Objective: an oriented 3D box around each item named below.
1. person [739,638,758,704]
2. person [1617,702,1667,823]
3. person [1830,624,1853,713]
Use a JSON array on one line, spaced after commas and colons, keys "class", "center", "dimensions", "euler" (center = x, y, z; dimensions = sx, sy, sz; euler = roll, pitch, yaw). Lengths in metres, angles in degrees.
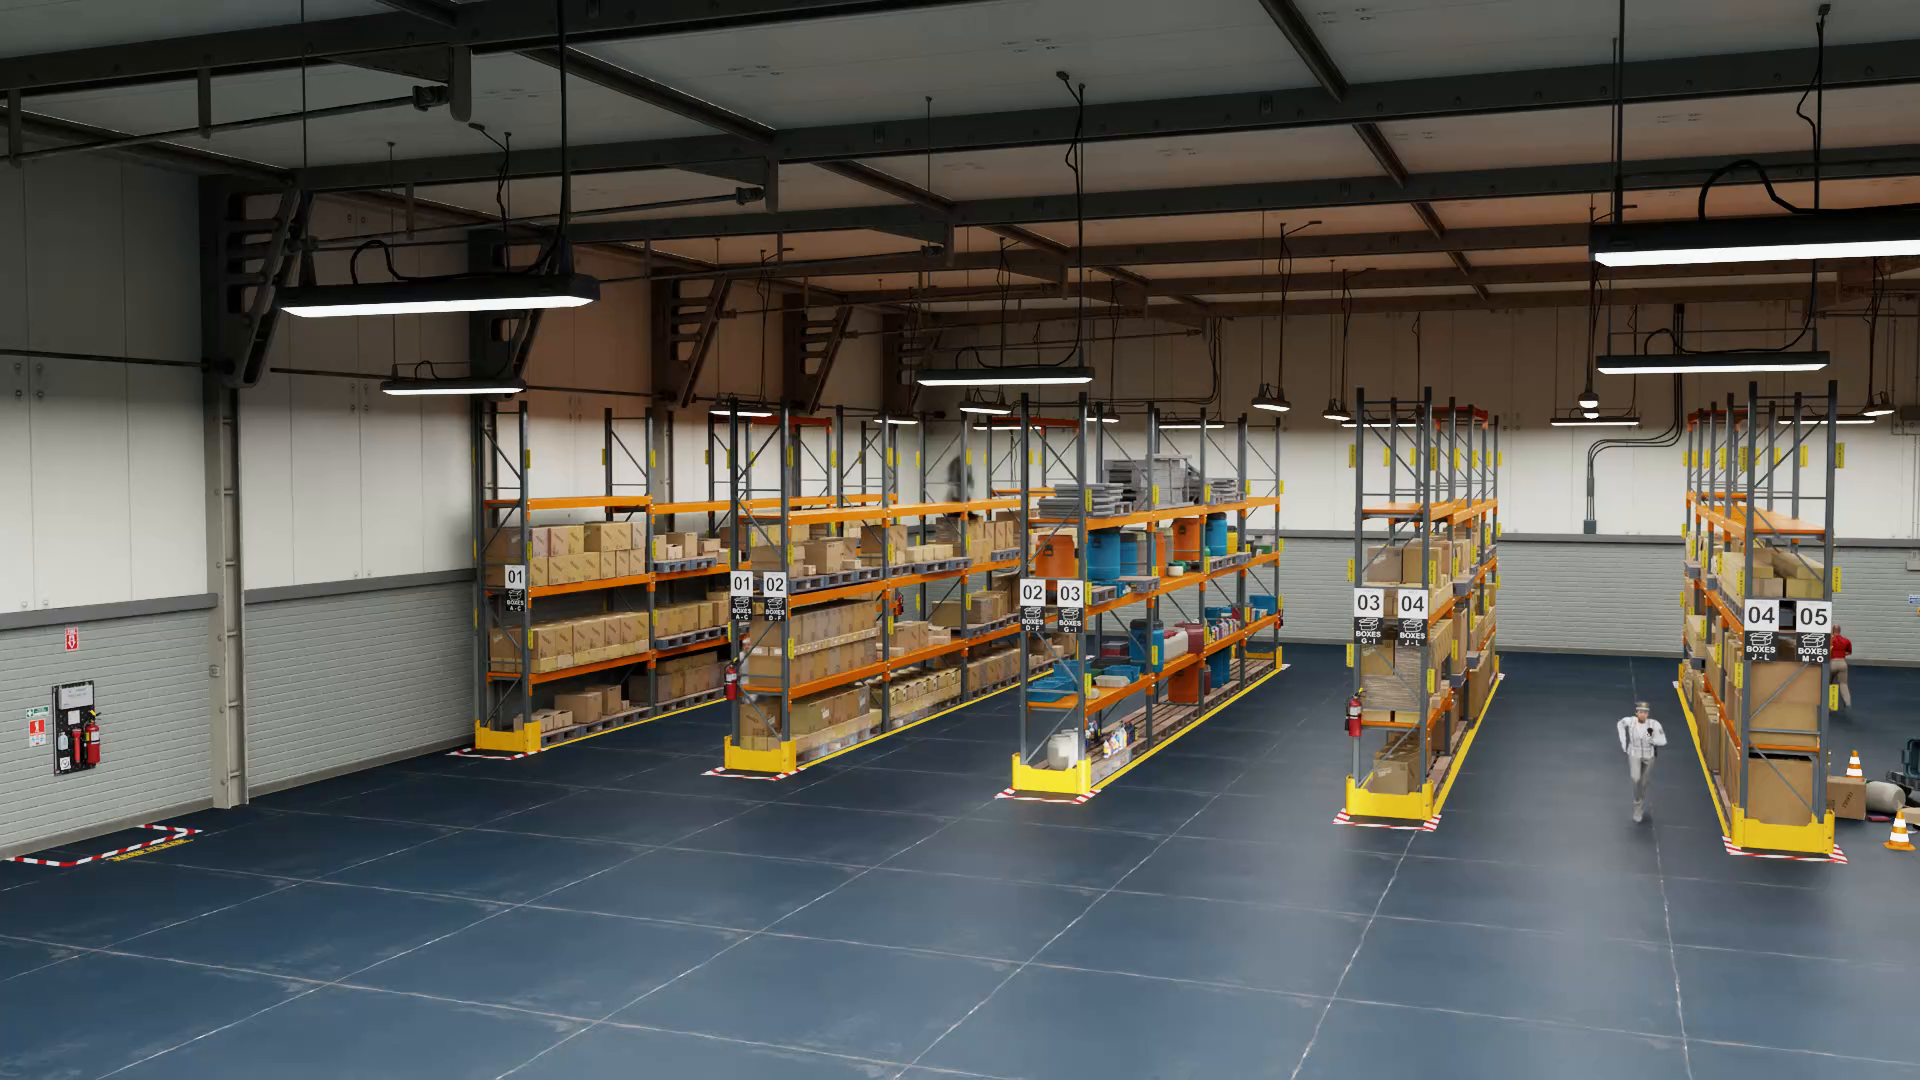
[{"class": "person", "center": [-3.793, 2.651, 29.982], "dimensions": [0.678, 1.814, 0.987], "euler": [0, 3, 9]}, {"class": "person", "center": [9.491, 3.053, 23.172], "dimensions": [0.606, 1.682, 0.909], "euler": [1, 3, 15]}, {"class": "person", "center": [17.187, 2.531, 32.615], "dimensions": [0.650, 1.746, 0.959], "euler": [0, 3, 6]}]
